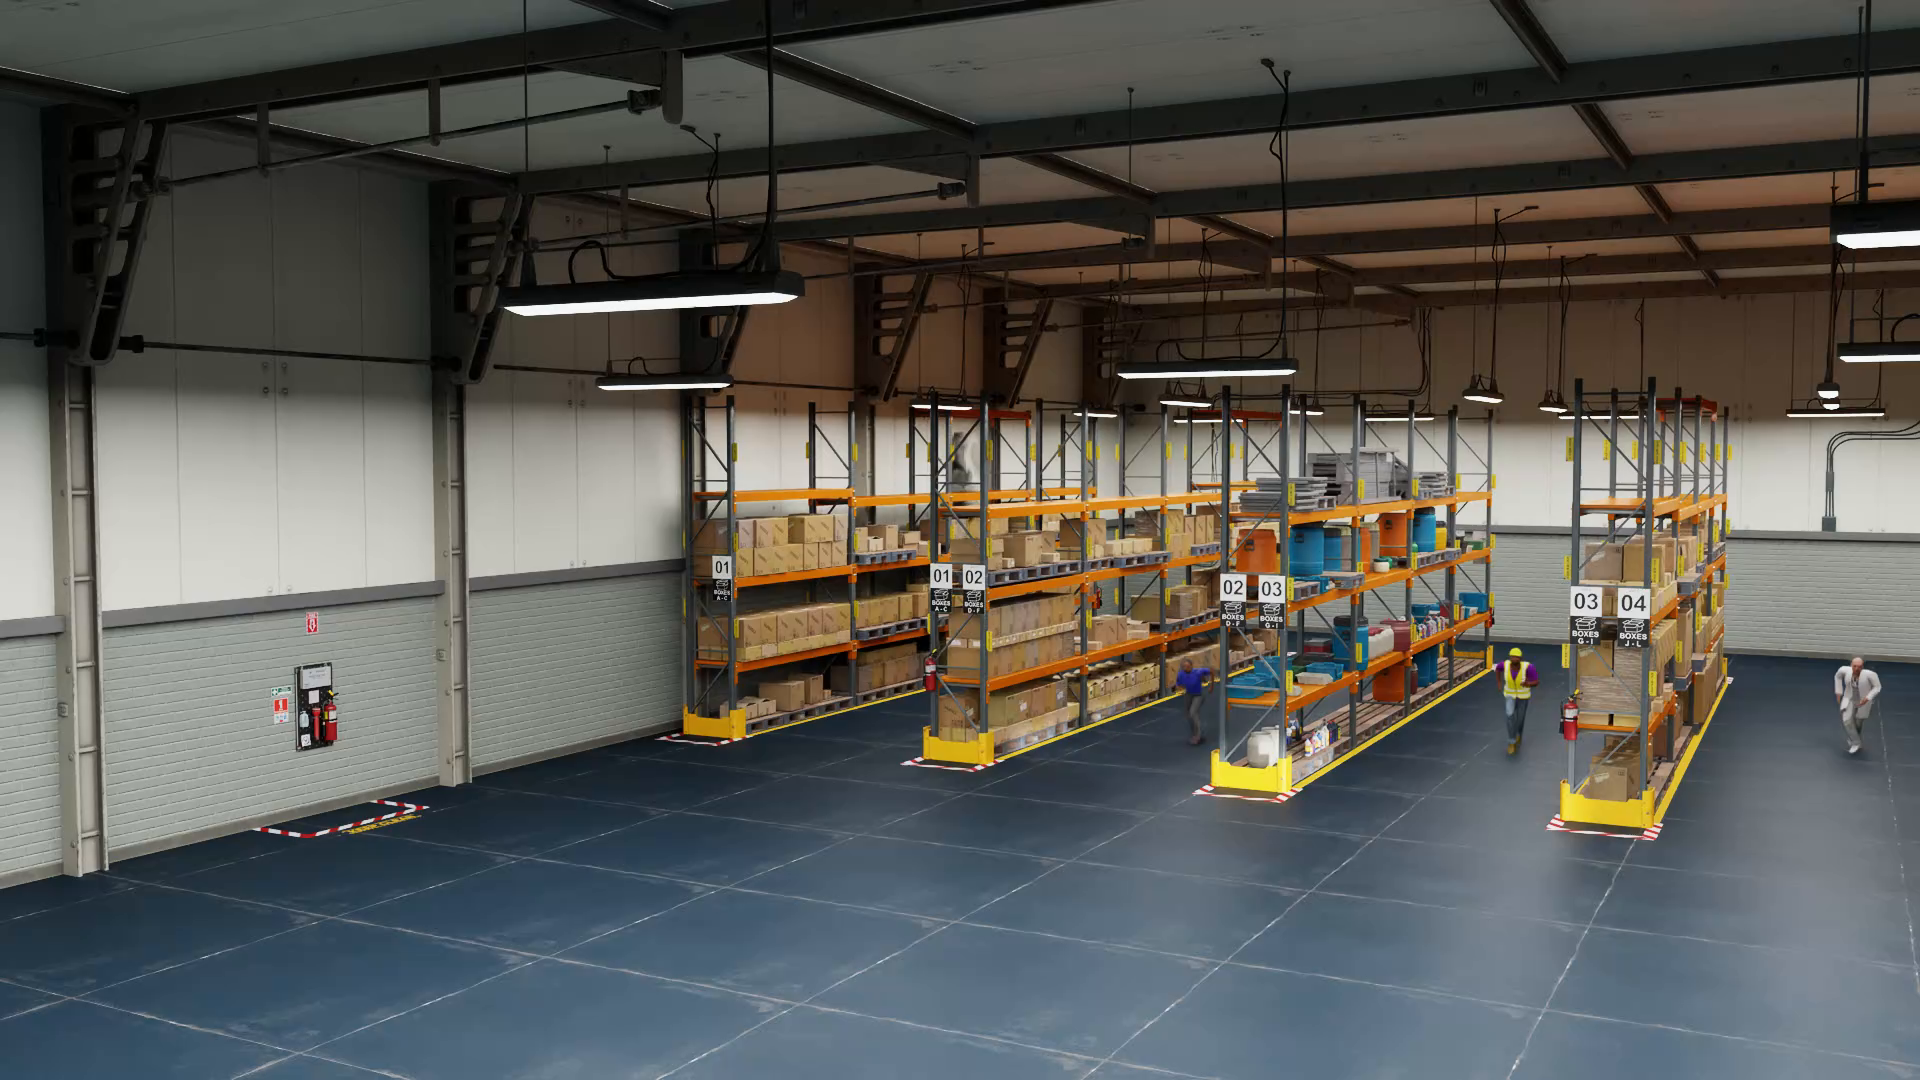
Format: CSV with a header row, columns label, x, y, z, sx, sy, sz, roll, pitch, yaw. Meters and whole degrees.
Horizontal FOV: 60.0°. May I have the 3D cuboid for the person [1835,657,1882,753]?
label,x,y,z,sx,sy,sz,roll,pitch,yaw
person,15.126,2.809,28.000,0.716,1.511,1.093,2,4,34

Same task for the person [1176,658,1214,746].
label,x,y,z,sx,sy,sz,roll,pitch,yaw
person,4.031,2.755,28.438,0.610,1.533,0.937,2,3,28

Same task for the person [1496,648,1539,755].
label,x,y,z,sx,sy,sz,roll,pitch,yaw
person,9.362,2.674,27.950,0.695,1.776,1.004,1,3,19

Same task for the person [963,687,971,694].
label,x,y,z,sx,sy,sz,roll,pitch,yaw
person,0.270,2.398,33.550,0.650,1.718,0.943,1,3,15
